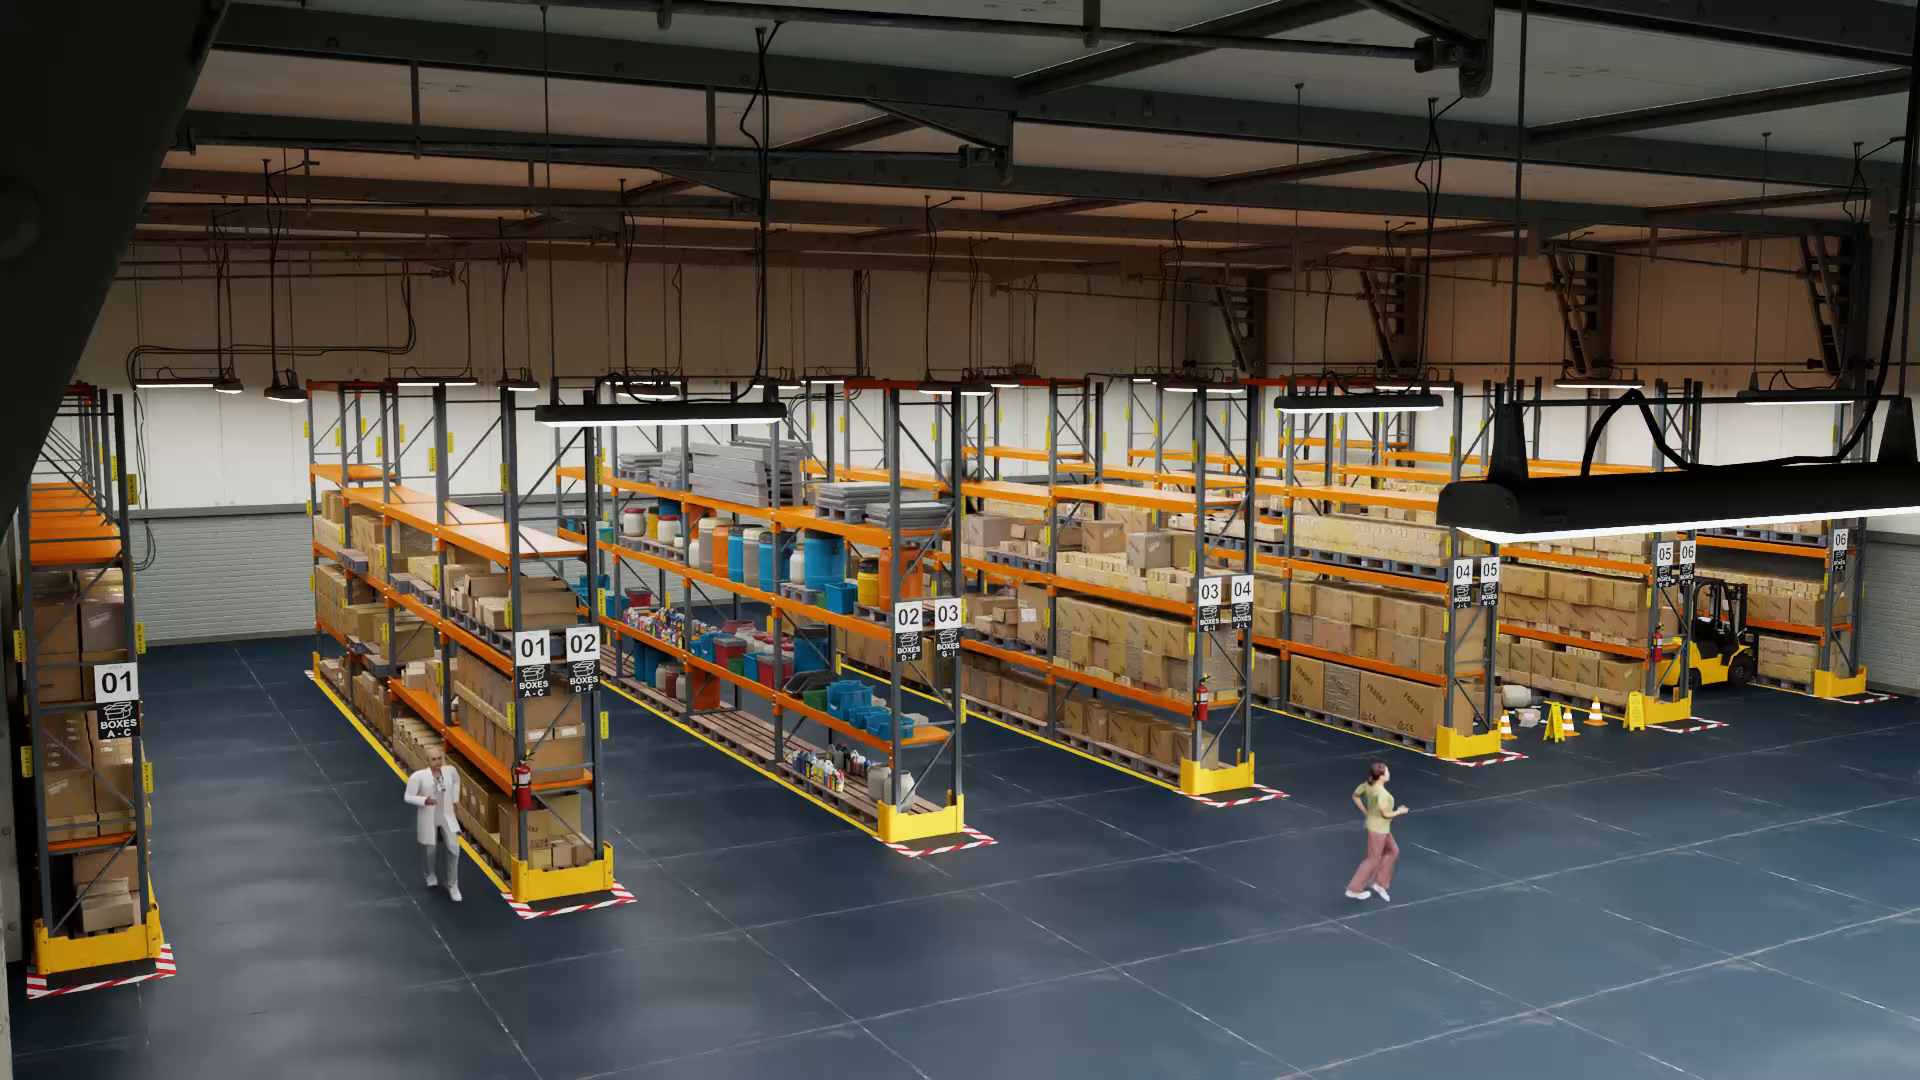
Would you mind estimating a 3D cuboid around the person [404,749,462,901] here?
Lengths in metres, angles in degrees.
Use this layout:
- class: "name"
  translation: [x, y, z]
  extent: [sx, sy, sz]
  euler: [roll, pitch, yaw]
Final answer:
- class: "person"
  translation: [-6.254, 3.362, 19.798]
  extent: [0.719, 1.822, 0.888]
  euler: [-4, 7, -31]

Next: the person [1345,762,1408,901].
- class: "person"
  translation: [4.879, 3.441, 19.487]
  extent: [0.711, 1.710, 0.556]
  euler: [0, 6, -3]

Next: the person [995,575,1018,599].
- class: "person"
  translation: [1.041, 1.648, 33.706]
  extent: [0.703, 1.687, 0.602]
  euler: [-4, 7, -35]
